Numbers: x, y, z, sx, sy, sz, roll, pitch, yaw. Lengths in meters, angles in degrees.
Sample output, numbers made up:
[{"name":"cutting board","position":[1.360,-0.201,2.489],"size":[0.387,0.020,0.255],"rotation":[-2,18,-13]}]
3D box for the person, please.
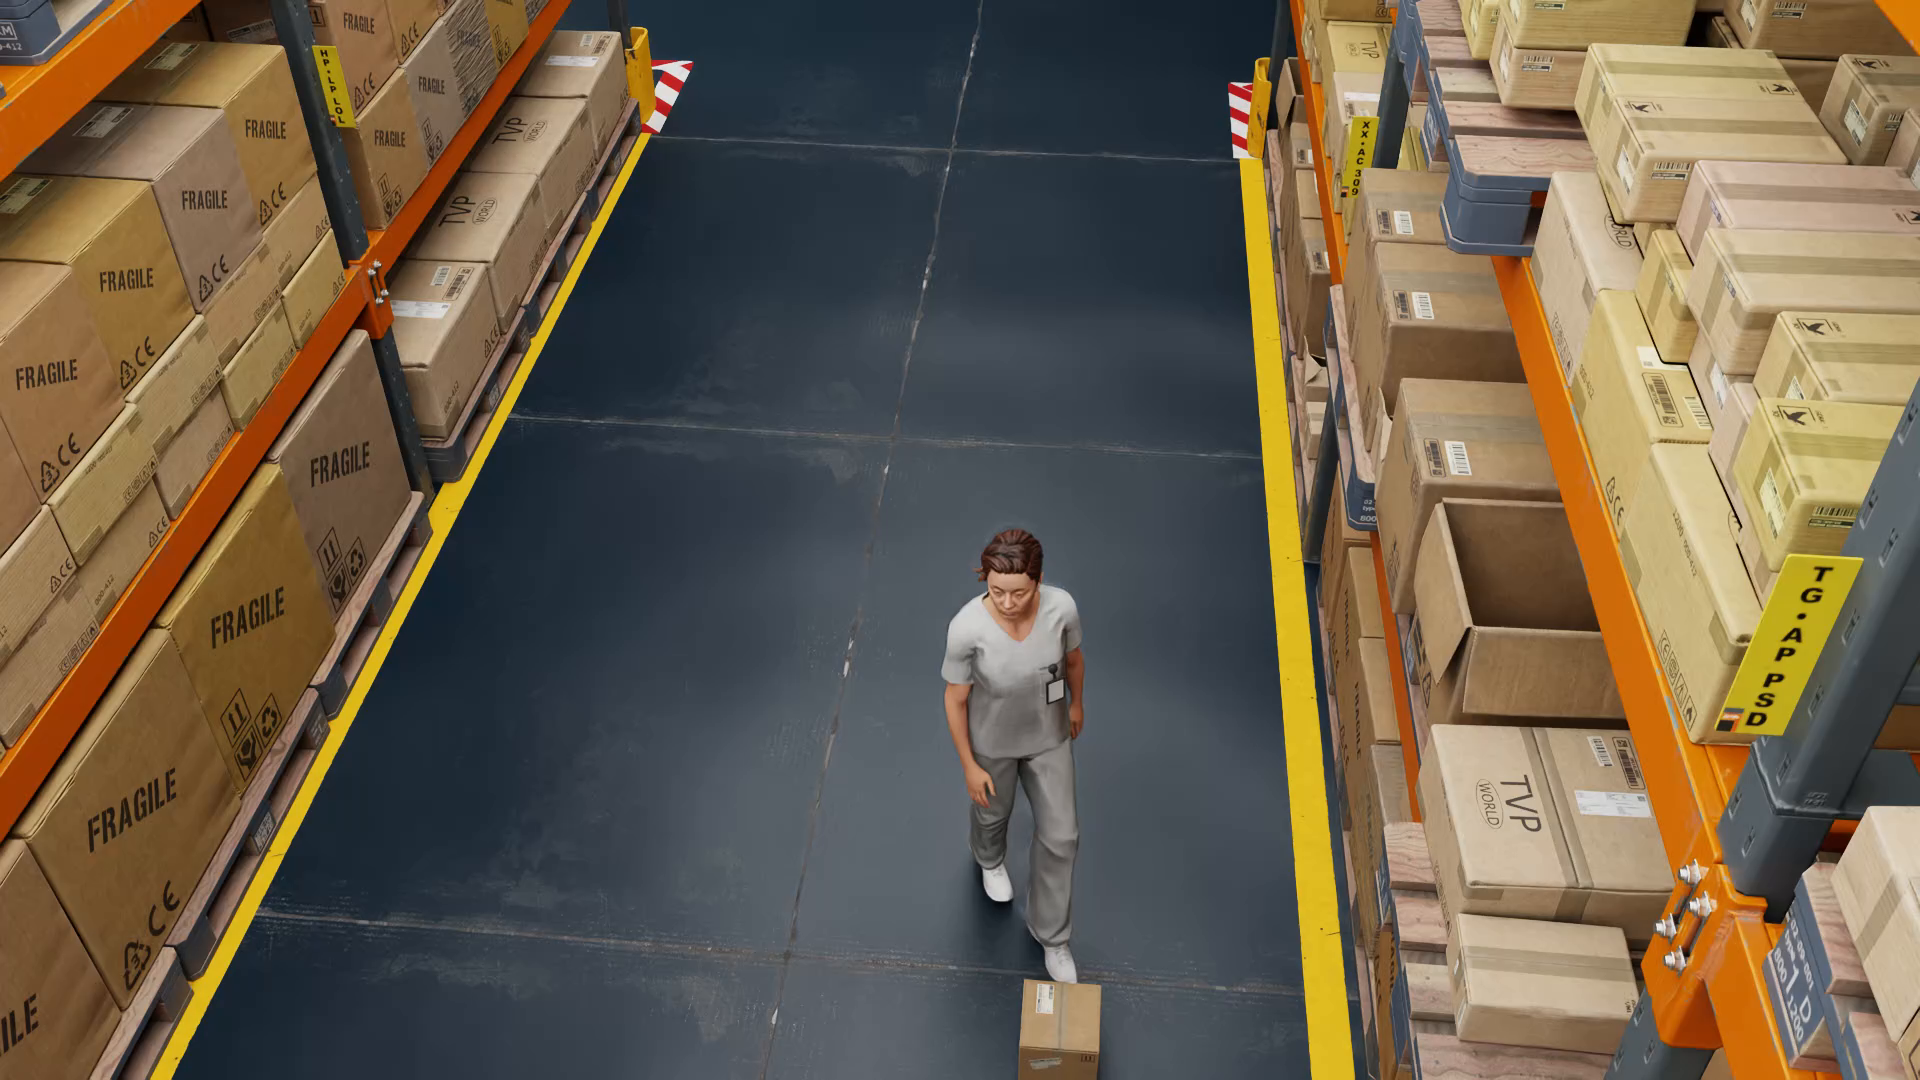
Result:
[{"name":"person","position":[0.197,0.696,5.345],"size":[0.494,1.702,0.670],"rotation":[-6,41,-7]}]
